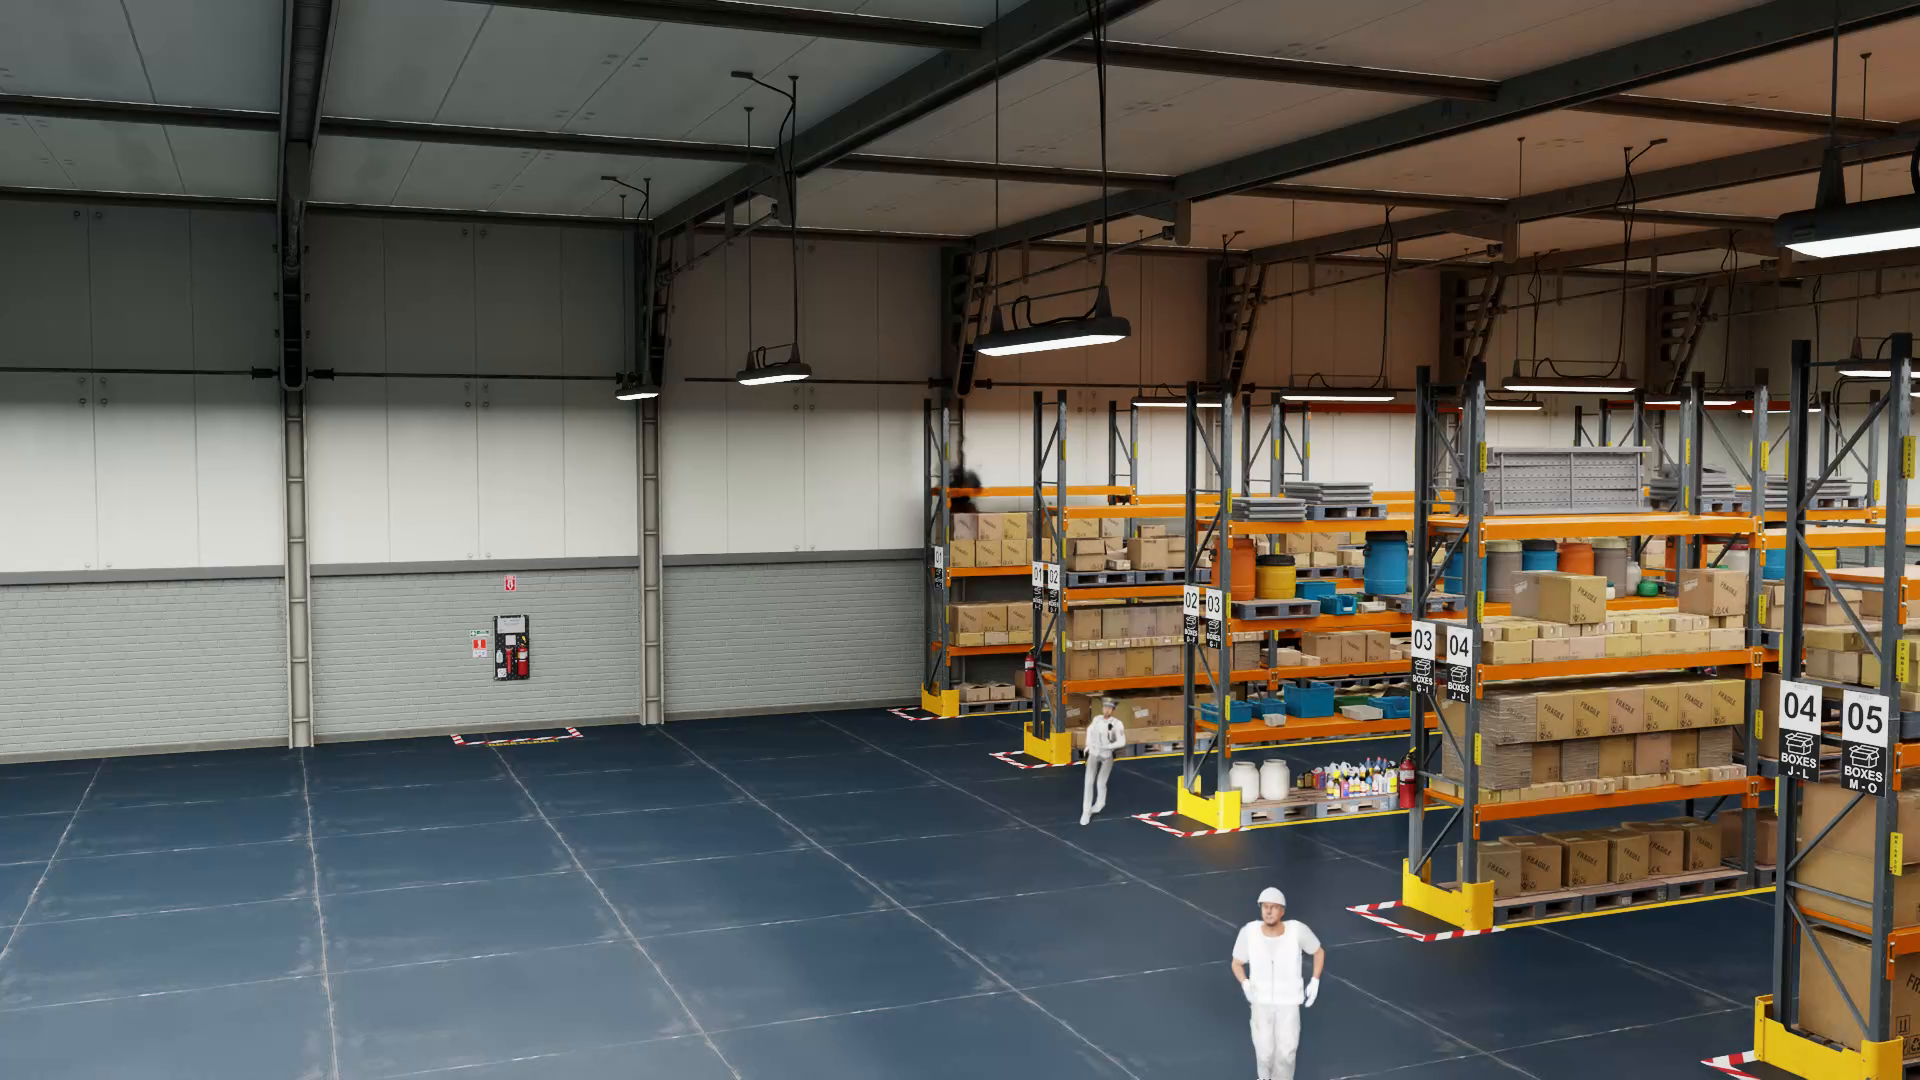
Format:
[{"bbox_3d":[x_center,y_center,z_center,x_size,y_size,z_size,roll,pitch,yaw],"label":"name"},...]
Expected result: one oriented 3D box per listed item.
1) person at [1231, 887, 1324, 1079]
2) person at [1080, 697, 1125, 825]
[{"bbox_3d":[2.403,3.531,12.702,0.686,1.740,0.614,1,4,19],"label":"person"},{"bbox_3d":[1.952,2.980,22.677,0.618,1.687,0.864,1,4,20],"label":"person"}]
